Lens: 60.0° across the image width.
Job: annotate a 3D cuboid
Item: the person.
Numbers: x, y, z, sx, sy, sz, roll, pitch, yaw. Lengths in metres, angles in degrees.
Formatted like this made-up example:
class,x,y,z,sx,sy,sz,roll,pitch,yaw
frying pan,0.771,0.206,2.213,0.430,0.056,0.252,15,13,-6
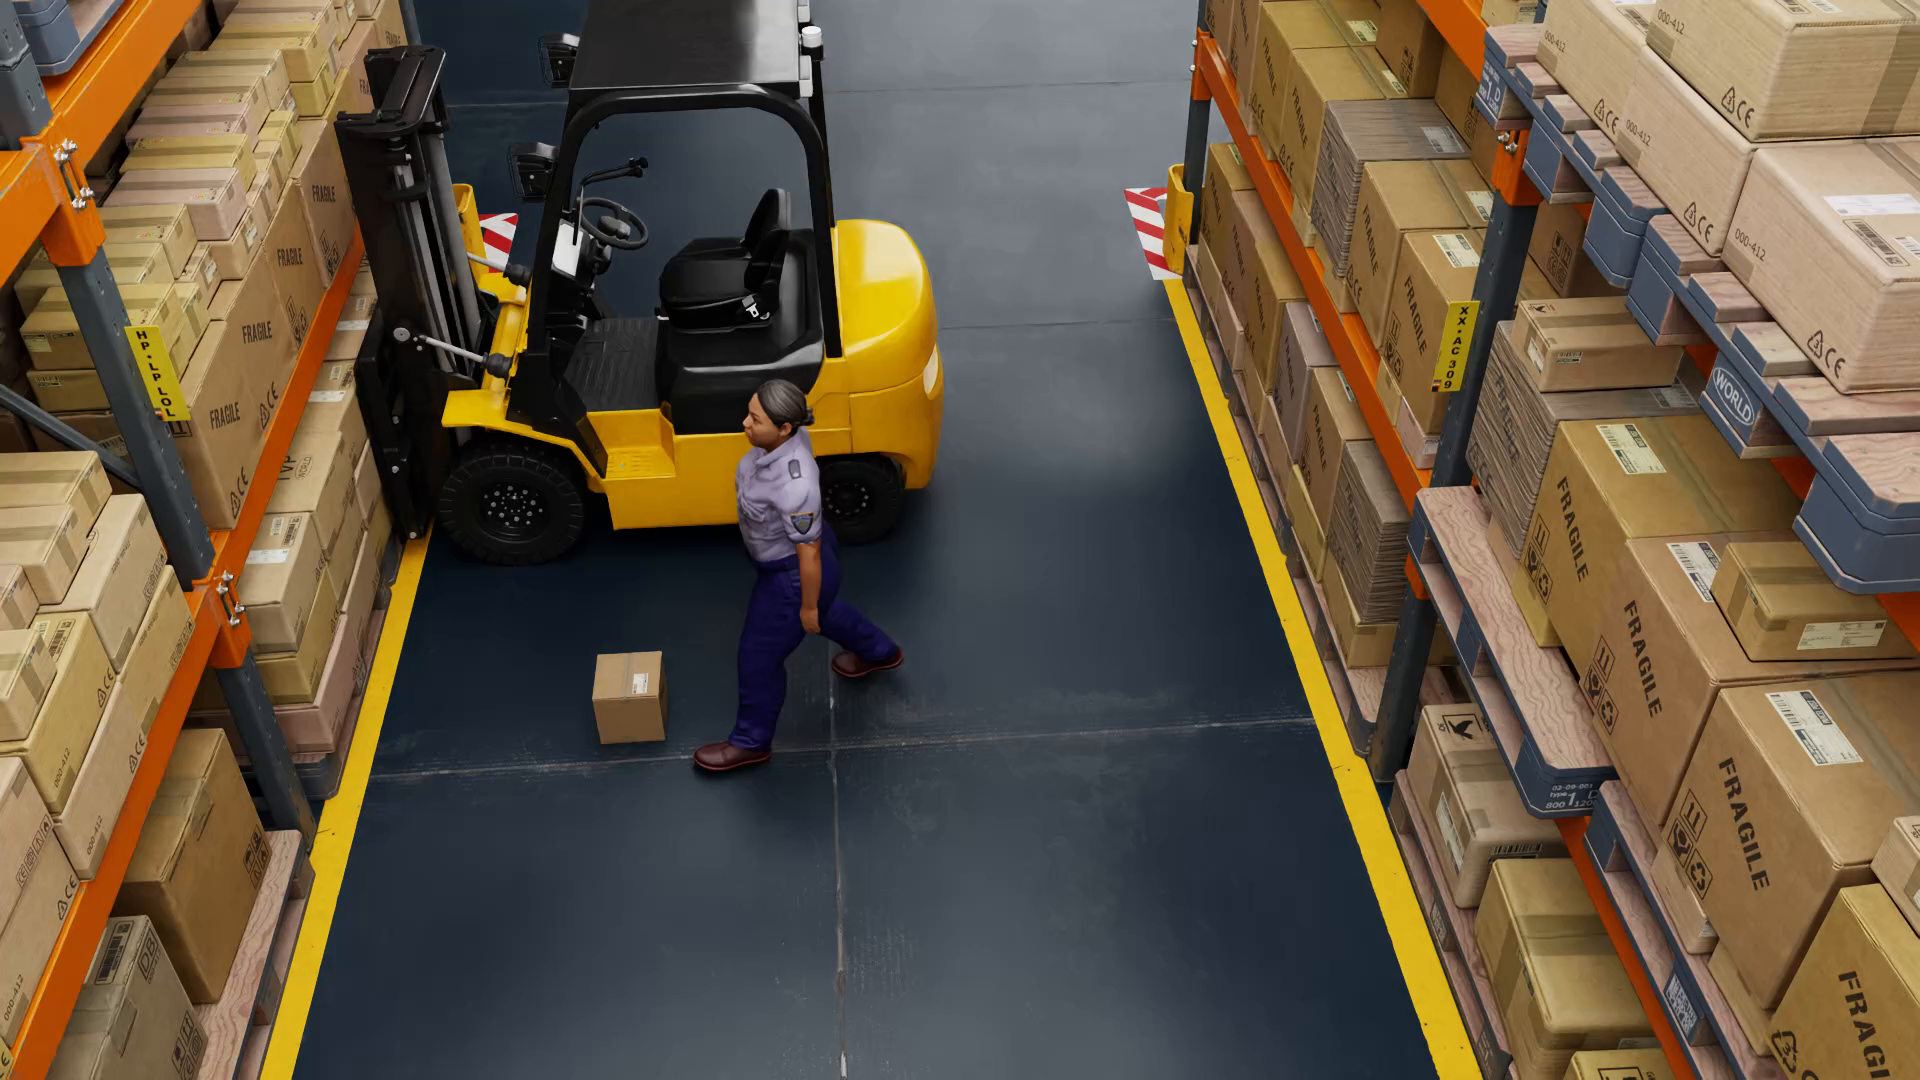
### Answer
class,x,y,z,sx,sy,sz,roll,pitch,yaw
person,-0.623,0.079,6.059,0.872,1.611,0.537,-7,40,-8
